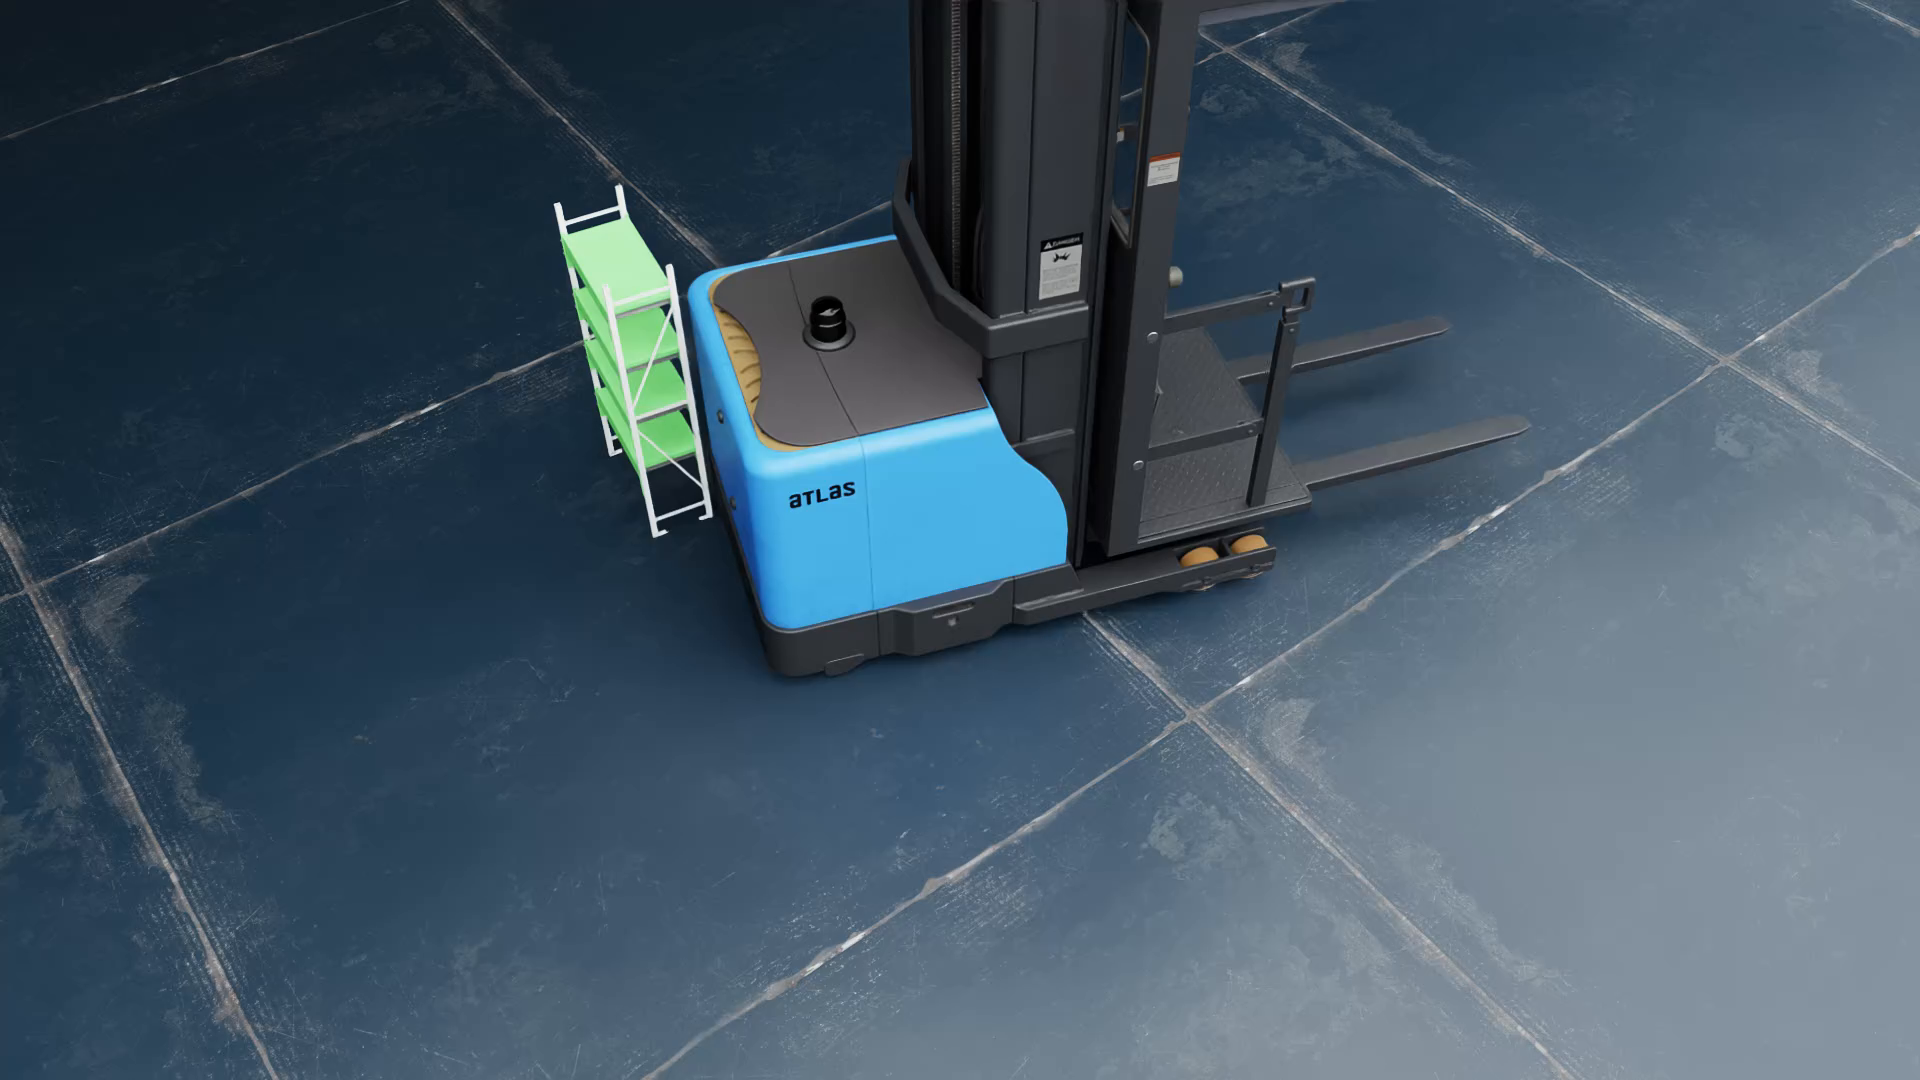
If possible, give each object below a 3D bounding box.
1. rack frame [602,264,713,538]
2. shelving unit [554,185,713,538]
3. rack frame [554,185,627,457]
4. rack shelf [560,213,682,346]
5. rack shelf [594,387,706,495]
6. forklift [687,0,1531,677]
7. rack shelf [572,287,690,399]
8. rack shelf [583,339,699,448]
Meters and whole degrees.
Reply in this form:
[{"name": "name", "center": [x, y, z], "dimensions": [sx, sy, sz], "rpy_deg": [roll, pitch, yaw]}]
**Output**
[{"name": "rack frame", "center": [-1.049, -0.456, 5.854], "dimensions": [0.240, 1.200, 0.015], "rpy_deg": [-21, 51, -18]}, {"name": "shelving unit", "center": [-1.162, -0.617, 5.999], "dimensions": [0.258, 1.200, 0.503], "rpy_deg": [-21, 51, -18]}, {"name": "rack frame", "center": [-1.274, -0.777, 6.145], "dimensions": [0.240, 1.200, 0.015], "rpy_deg": [-21, 51, -18]}, {"name": "rack shelf", "center": [-1.162, -0.896, 5.691], "dimensions": [0.258, 0.148, 0.480], "rpy_deg": [-21, 51, -18]}, {"name": "rack shelf", "center": [-1.162, -0.413, 6.225], "dimensions": [0.258, 0.148, 0.480], "rpy_deg": [-21, 51, -18]}, {"name": "forklift", "center": [0.640, -1.160, 5.323], "dimensions": [3.031, 2.935, 1.130], "rpy_deg": [-13, 49, -12]}, {"name": "rack shelf", "center": [-1.162, -0.735, 5.869], "dimensions": [0.258, 0.148, 0.480], "rpy_deg": [-21, 51, -18]}, {"name": "rack shelf", "center": [-1.162, -0.574, 6.047], "dimensions": [0.258, 0.148, 0.480], "rpy_deg": [-21, 51, -18]}]
